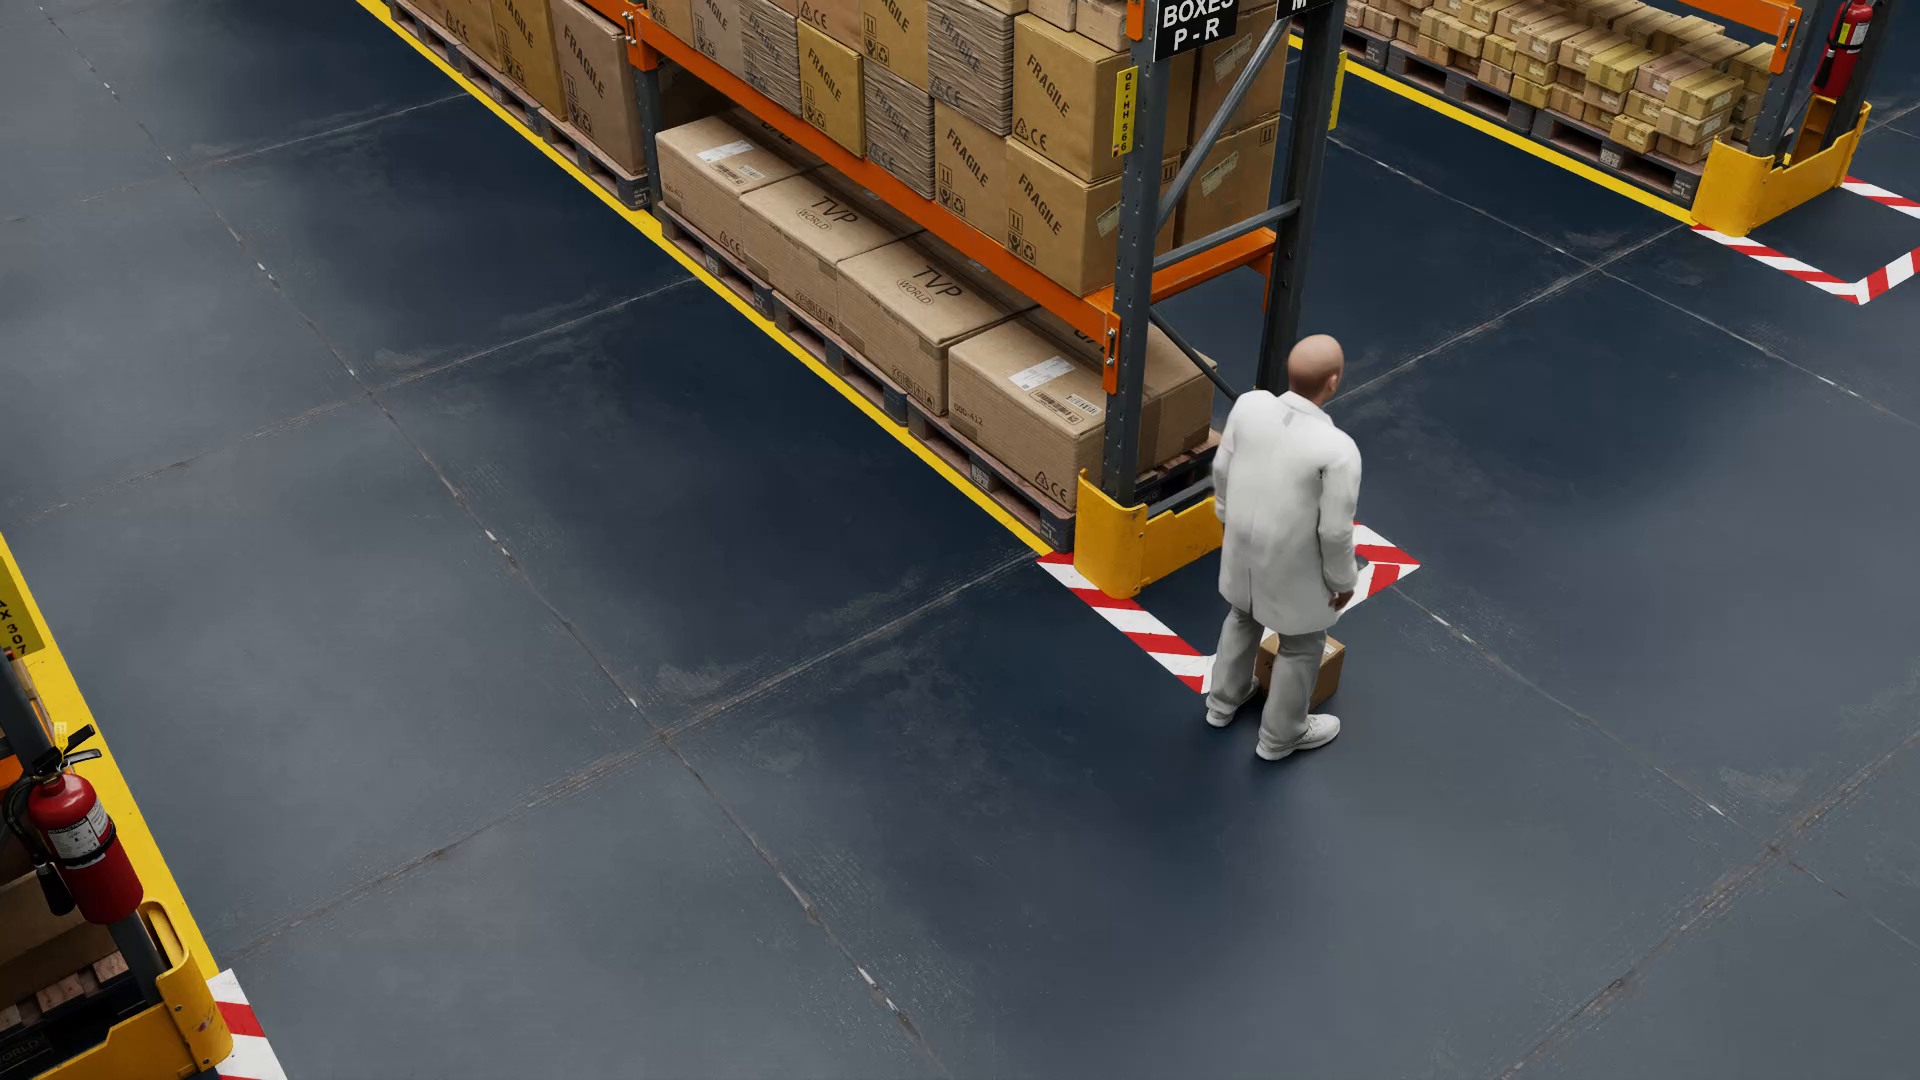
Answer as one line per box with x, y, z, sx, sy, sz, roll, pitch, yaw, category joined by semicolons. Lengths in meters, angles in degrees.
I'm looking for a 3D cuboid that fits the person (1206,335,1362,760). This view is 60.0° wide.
1.186;0.038;6.122;0.419;1.774;0.643;-29;48;-31;person
